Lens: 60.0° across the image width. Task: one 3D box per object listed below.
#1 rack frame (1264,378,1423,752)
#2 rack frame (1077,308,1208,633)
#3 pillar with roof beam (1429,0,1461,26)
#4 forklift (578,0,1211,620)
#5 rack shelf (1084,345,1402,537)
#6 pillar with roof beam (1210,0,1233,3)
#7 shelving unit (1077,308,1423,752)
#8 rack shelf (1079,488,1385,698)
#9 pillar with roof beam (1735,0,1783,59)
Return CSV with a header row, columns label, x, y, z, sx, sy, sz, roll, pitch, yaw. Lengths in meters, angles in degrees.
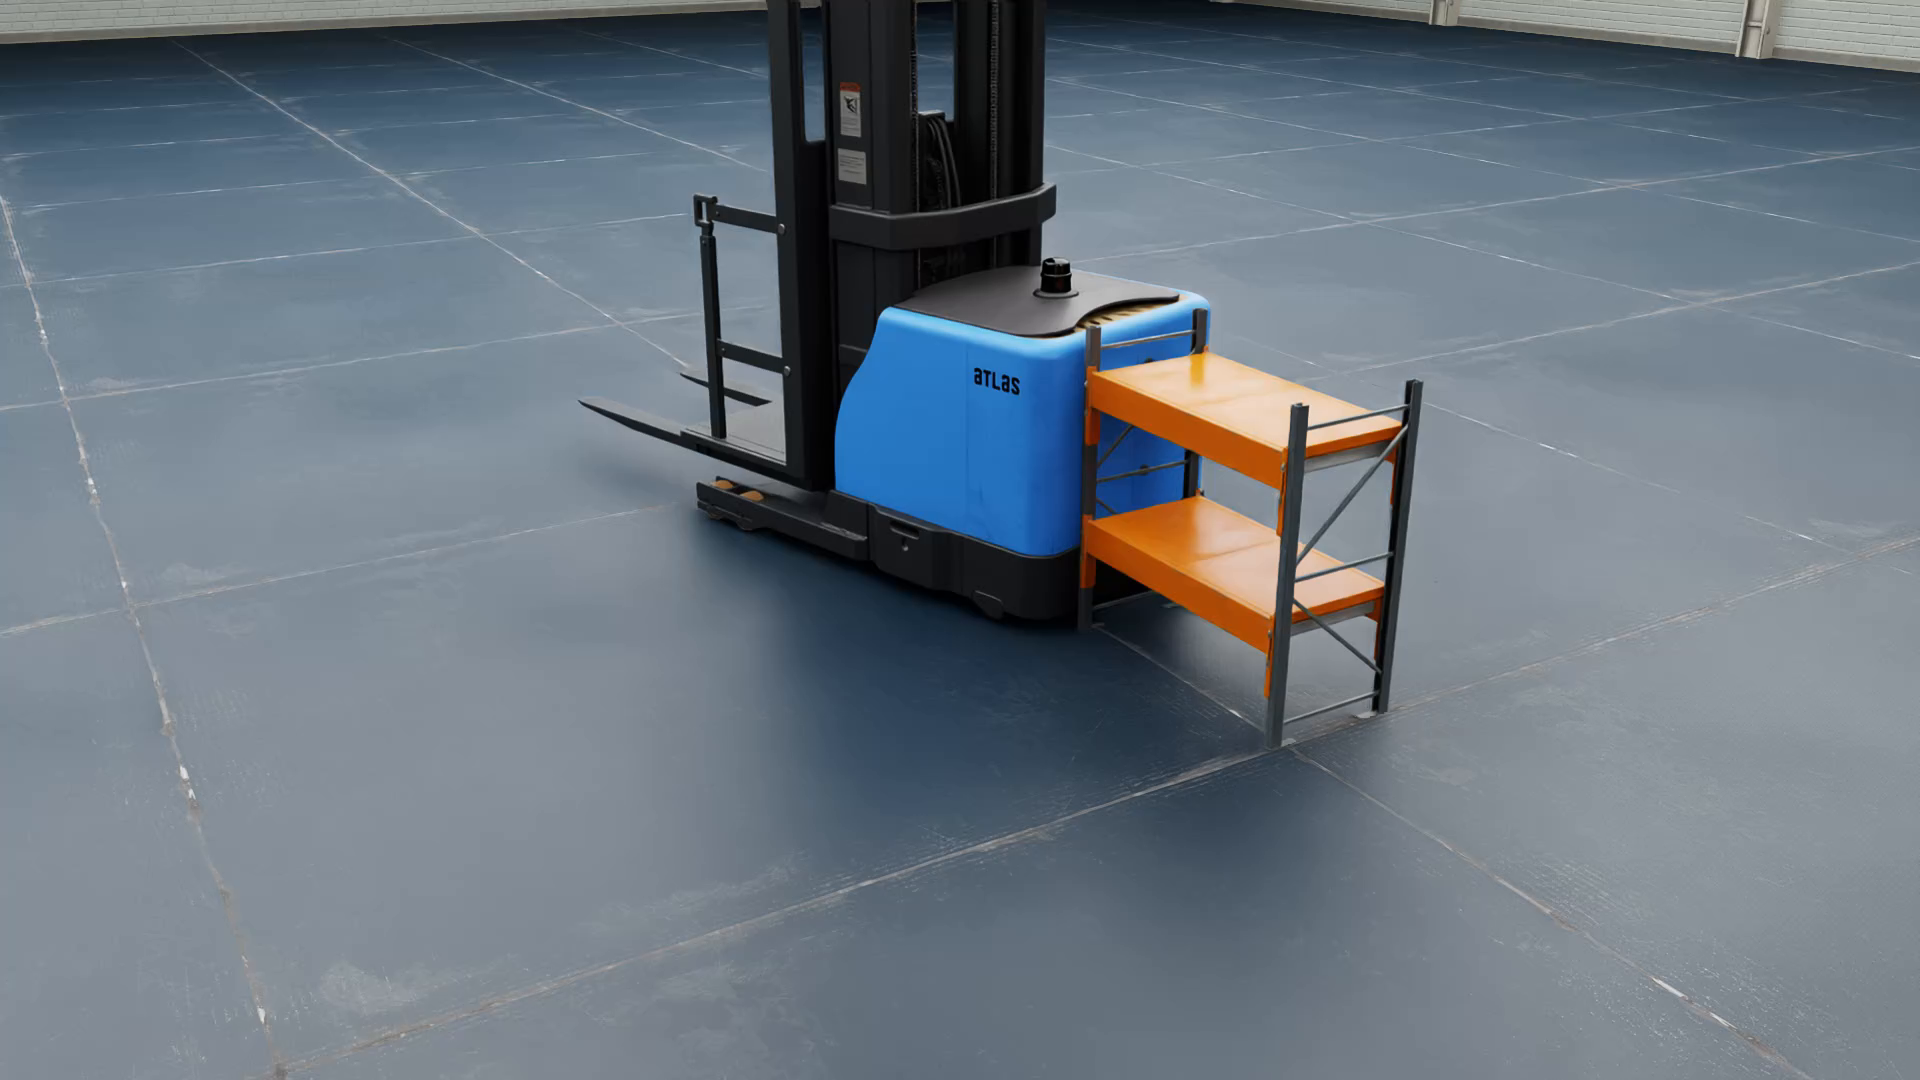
label,x,y,z,sx,sy,sz,roll,pitch,yaw
rack frame,1.173,0.087,5.104,0.500,1.125,0.032,-13,25,-29
rack frame,0.644,-0.240,5.908,0.500,1.125,0.032,-13,25,-29
pillar with roof beam,4.625,-12.212,24.905,9.100,9.000,0.400,-13,25,-28
forklift,-0.470,-1.521,6.662,3.031,2.935,1.130,19,29,39
rack shelf,0.909,-0.348,5.396,0.538,0.278,1.000,-13,25,-29
pillar with roof beam,1.560,-14.154,29.683,9.100,9.000,0.400,-13,25,-28
shelving unit,0.909,-0.077,5.506,0.538,1.125,1.048,-13,25,-29
rack shelf,0.909,0.150,5.599,0.538,0.278,1.000,-13,25,-29
pillar with roof beam,7.689,-10.269,20.126,9.100,9.000,0.400,-13,25,-28
